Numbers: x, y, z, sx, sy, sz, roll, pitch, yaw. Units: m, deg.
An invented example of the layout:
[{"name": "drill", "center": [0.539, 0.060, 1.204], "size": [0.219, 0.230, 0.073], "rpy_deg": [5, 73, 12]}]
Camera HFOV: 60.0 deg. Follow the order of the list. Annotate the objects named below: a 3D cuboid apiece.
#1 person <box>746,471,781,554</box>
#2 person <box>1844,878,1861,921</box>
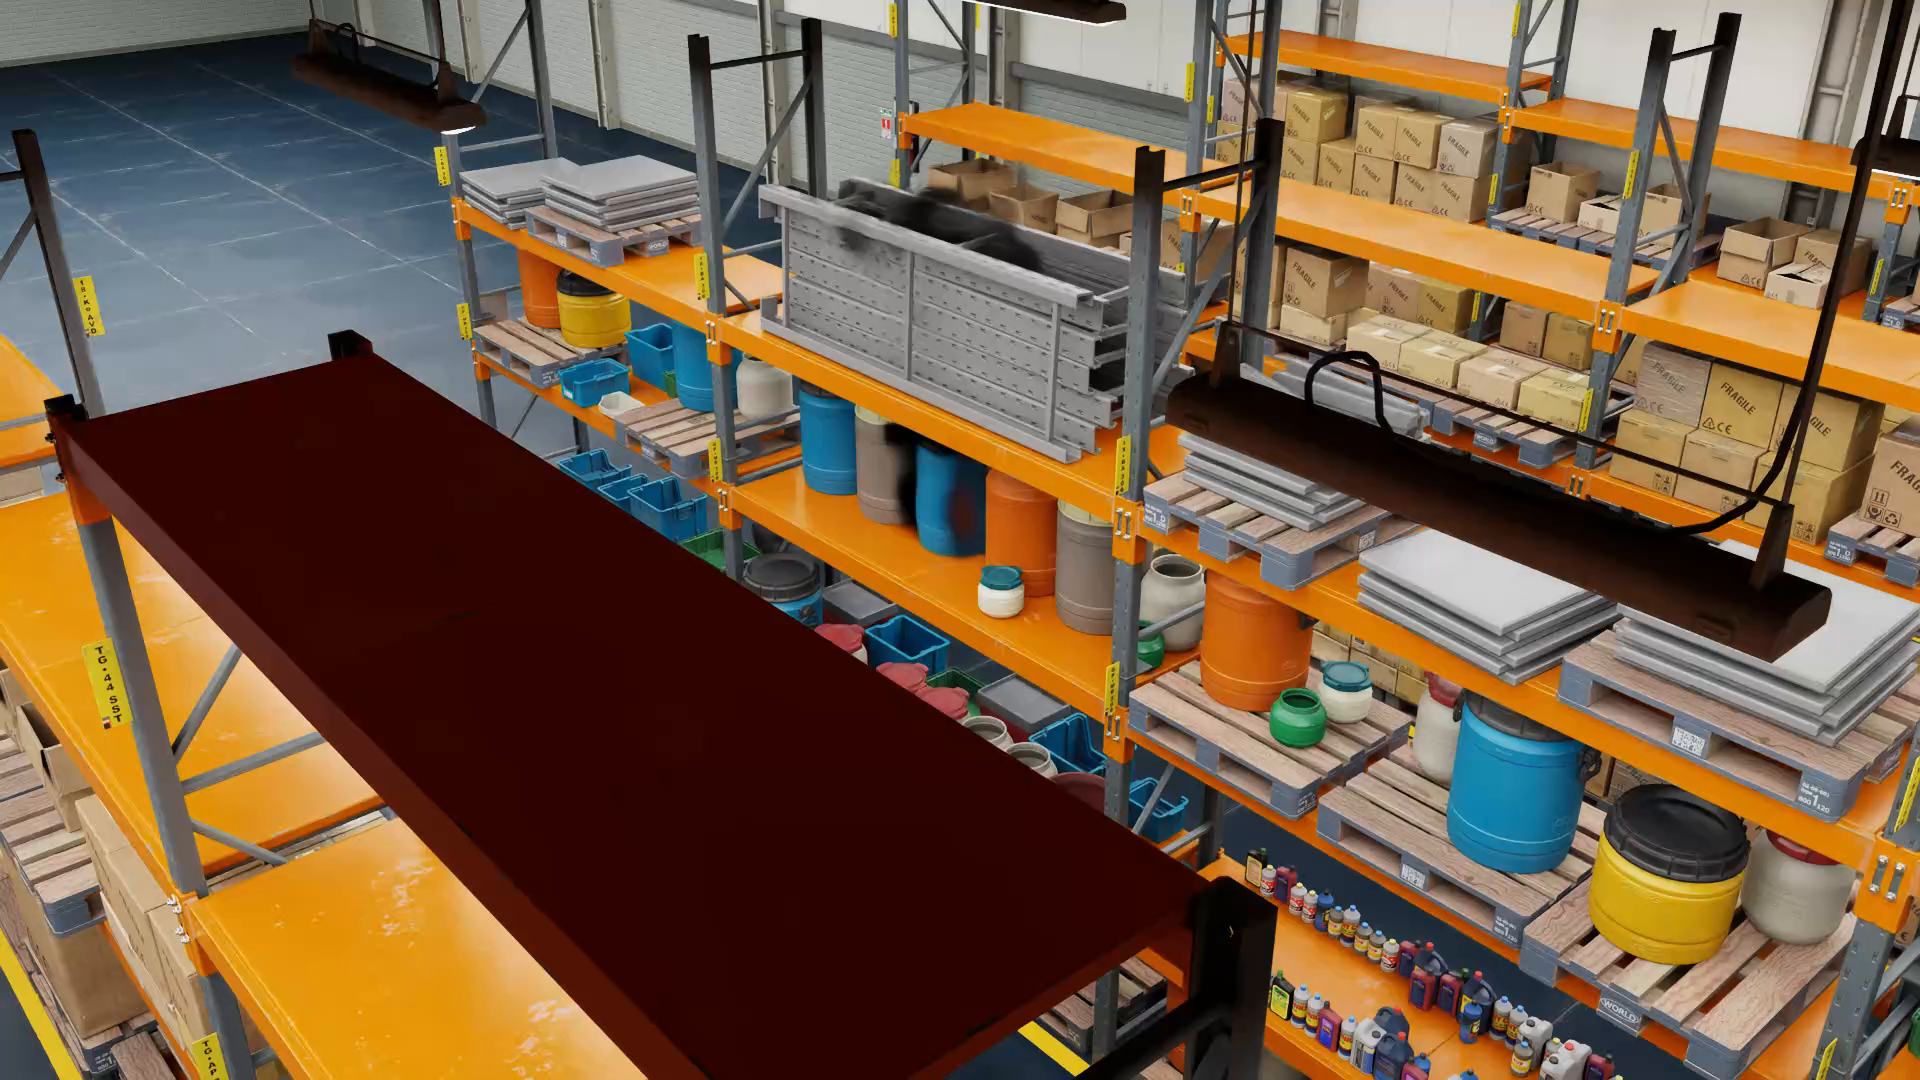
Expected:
[{"name": "person", "center": [-1.848, -0.095, 15.957], "size": [0.788, 1.690, 0.536], "rpy_deg": [22, 34, 37]}, {"name": "person", "center": [5.152, 2.743, 10.240], "size": [0.632, 1.734, 0.698], "rpy_deg": [20, 33, 34]}]
